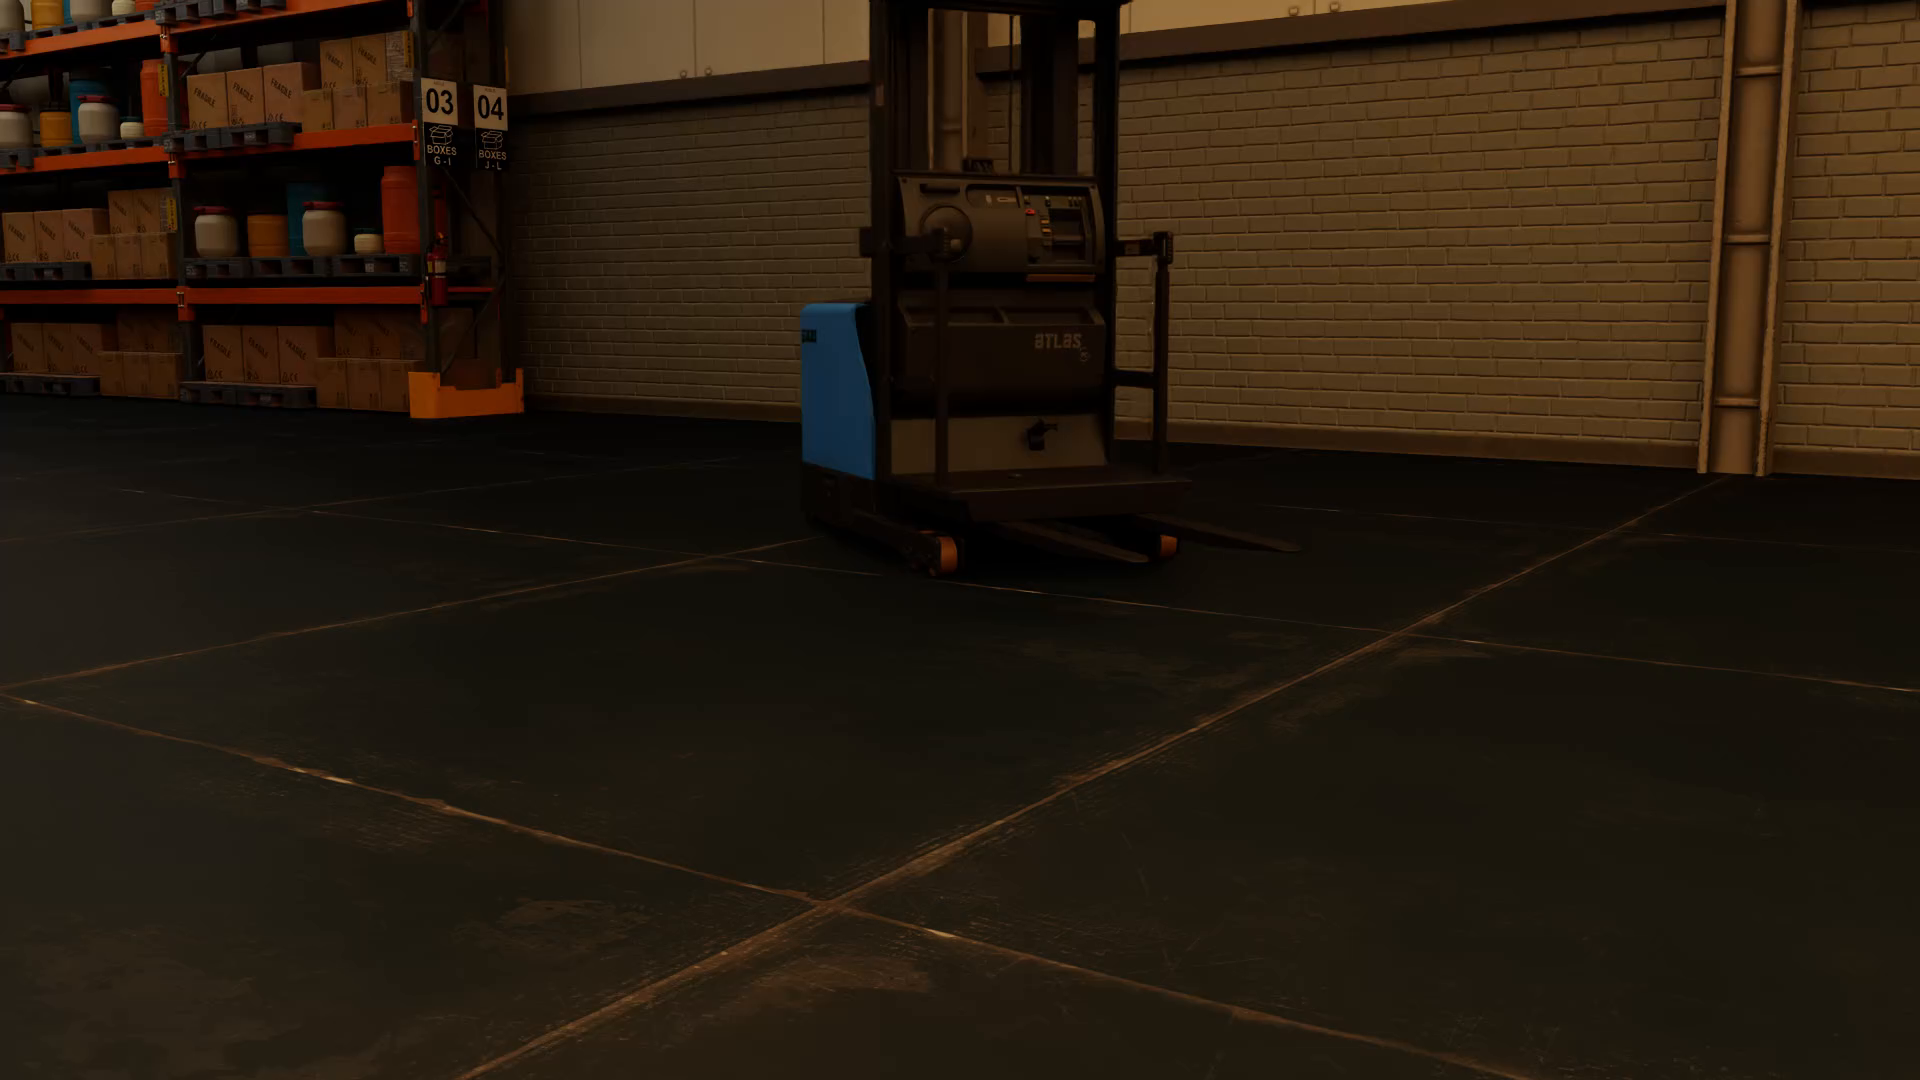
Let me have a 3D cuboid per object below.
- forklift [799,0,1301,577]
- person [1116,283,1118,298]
[{"bbox_3d":[0.271,-1.371,6.837,1.130,2.935,3.031,-4,9,-24],"label":"forklift"},{"bbox_3d":[0.793,-1.243,10.455,0.389,1.668,0.499,1,8,5],"label":"person"}]
